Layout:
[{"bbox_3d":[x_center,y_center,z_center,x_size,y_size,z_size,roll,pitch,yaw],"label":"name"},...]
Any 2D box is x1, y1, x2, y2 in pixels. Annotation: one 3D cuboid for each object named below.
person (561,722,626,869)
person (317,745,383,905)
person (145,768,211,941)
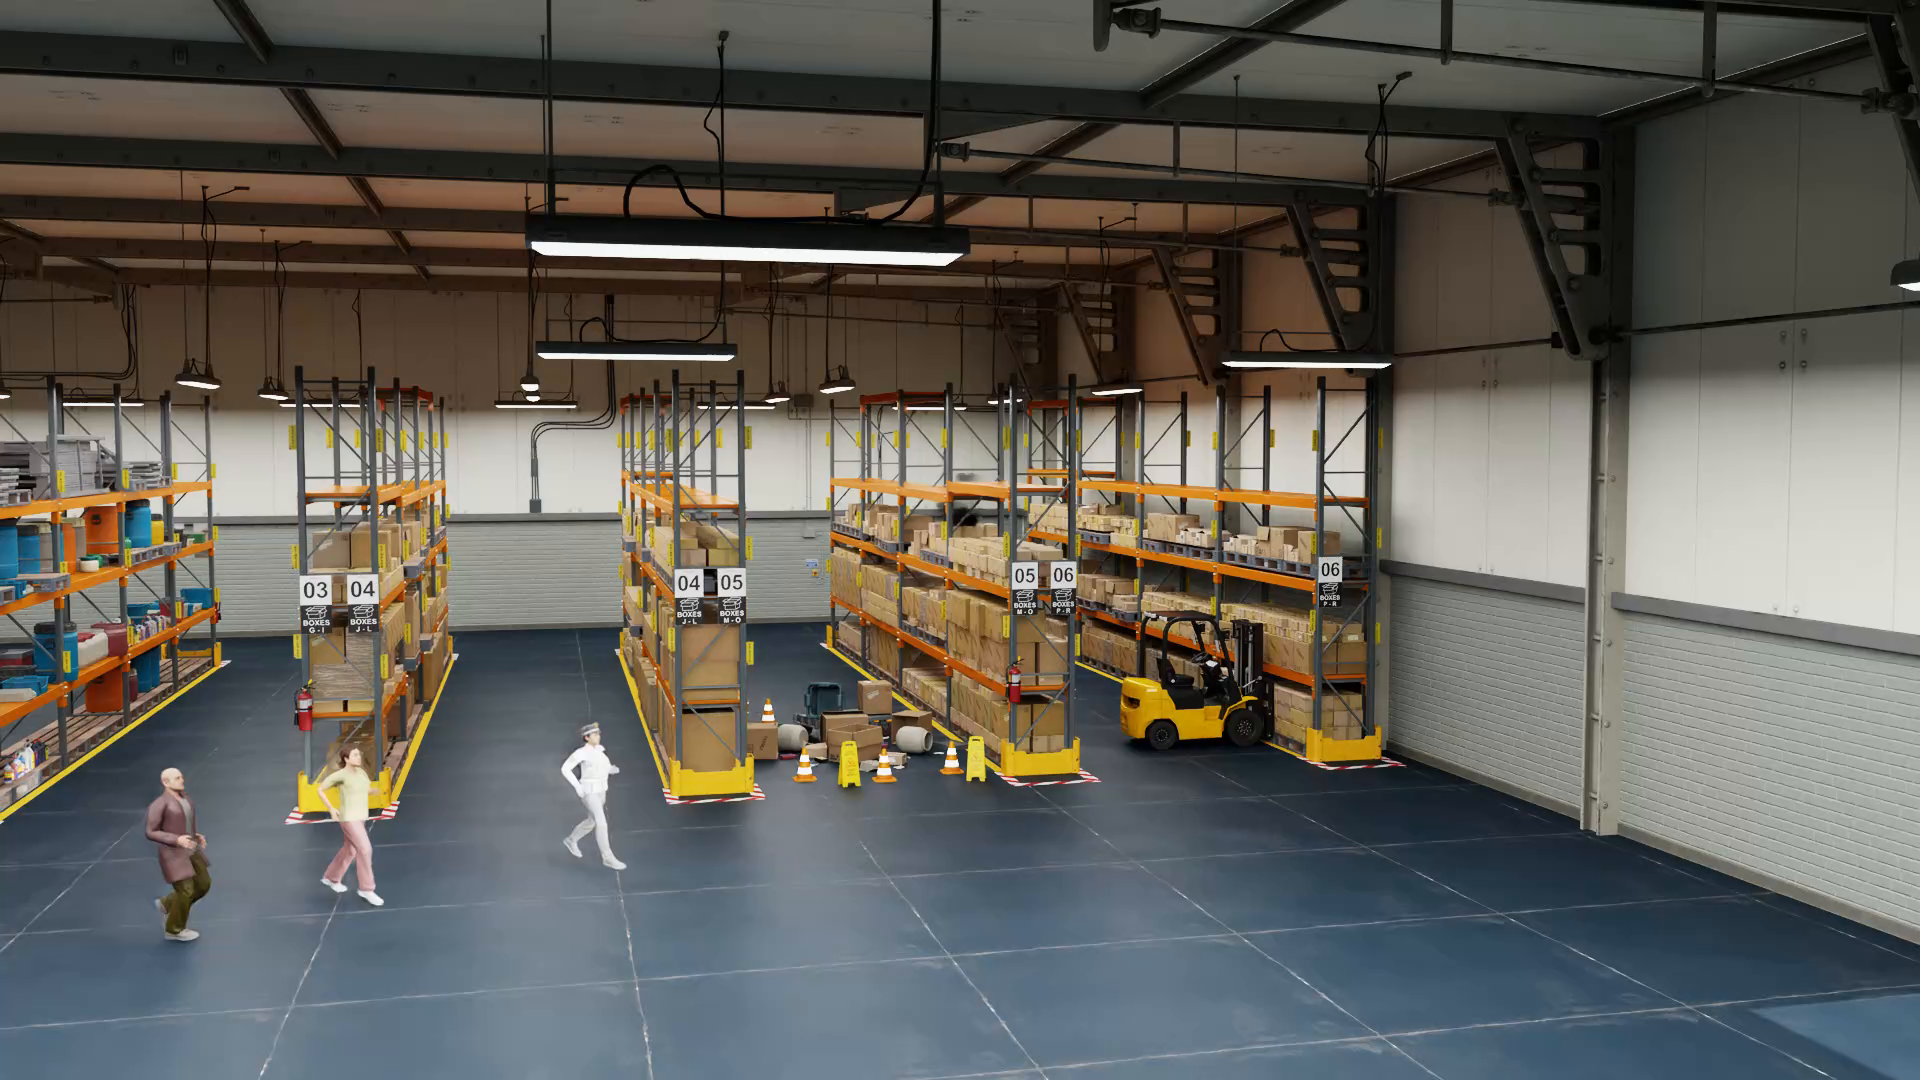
[{"bbox_3d":[-4.297,2.970,19.497,0.919,1.679,0.610,1,4,23],"label":"person"},{"bbox_3d":[-6.617,3.074,18.084,0.830,1.715,0.552,1,4,13],"label":"person"},{"bbox_3d":[-7.814,3.139,16.638,0.660,1.727,0.705,1,3,11],"label":"person"}]
